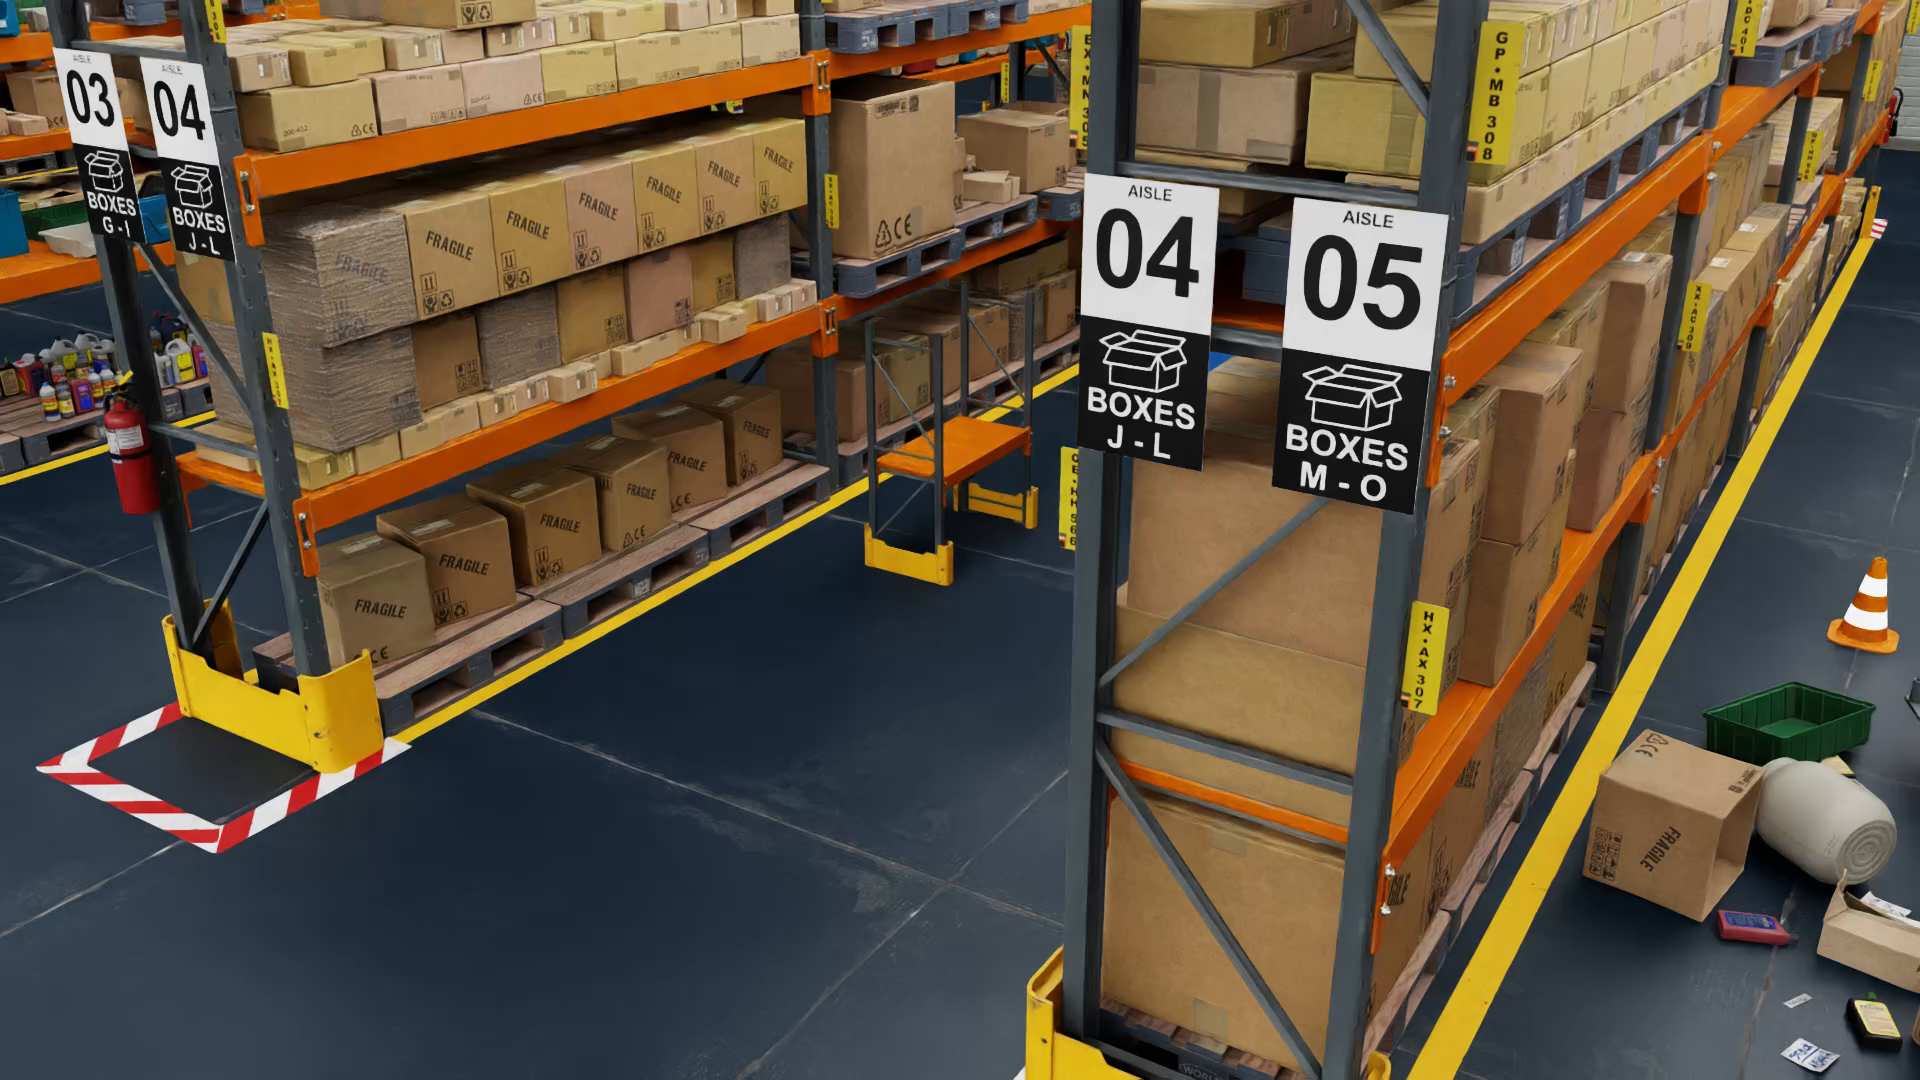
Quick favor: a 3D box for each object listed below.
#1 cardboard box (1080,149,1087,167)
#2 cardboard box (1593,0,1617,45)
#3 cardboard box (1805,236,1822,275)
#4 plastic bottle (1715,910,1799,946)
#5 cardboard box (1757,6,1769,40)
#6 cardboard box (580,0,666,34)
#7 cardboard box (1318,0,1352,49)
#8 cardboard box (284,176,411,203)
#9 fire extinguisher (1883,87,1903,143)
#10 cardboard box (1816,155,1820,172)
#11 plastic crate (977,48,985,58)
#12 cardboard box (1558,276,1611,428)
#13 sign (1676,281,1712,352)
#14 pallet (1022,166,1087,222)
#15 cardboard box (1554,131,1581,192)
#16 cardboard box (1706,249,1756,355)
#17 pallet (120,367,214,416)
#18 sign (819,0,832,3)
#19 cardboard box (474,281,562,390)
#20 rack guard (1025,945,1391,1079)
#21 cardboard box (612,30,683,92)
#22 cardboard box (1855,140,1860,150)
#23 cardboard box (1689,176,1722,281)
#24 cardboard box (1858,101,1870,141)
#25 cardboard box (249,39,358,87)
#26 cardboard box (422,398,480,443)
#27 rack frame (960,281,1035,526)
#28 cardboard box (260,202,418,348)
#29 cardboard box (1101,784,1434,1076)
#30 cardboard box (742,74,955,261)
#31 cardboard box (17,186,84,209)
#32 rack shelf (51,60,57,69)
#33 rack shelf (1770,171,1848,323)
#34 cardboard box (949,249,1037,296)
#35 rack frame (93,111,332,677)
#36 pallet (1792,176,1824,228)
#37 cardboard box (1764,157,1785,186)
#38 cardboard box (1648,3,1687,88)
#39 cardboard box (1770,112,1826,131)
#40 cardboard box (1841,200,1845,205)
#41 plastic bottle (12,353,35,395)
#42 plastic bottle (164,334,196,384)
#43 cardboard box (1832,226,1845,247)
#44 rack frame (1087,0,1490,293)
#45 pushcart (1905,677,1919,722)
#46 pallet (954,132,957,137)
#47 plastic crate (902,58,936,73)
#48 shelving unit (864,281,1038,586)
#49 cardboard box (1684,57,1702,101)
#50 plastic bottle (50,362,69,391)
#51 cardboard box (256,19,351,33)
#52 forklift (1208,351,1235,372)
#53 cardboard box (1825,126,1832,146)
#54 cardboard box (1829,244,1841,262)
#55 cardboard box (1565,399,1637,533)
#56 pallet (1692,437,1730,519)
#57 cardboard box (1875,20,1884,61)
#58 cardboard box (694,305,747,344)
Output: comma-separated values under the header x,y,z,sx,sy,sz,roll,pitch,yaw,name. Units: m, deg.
x,y,z,sx,sy,sz,roll,pitch,yaw,name
1.346,-3.287,13.942,0.500,0.500,0.500,15,27,30,cardboard box
1.782,-1.615,5.088,0.380,0.149,0.250,13,27,28,cardboard box
6.668,-2.325,13.520,0.500,0.250,0.500,15,28,31,cardboard box
3.168,1.544,6.607,0.283,0.061,0.133,5,24,11,plastic bottle
3.869,-2.629,8.433,0.380,0.149,0.250,14,27,29,cardboard box
-1.777,-2.761,8.763,0.380,0.149,0.250,15,28,31,cardboard box
0.957,-1.582,5.010,0.380,0.149,0.250,14,27,30,cardboard box
-3.023,-1.483,8.141,0.500,0.500,0.500,14,27,29,cardboard box
9.764,-4.543,17.534,0.296,0.674,0.183,14,27,29,fire extinguisher
6.544,-2.962,13.103,0.380,0.149,0.250,13,26,27,cardboard box
0.162,-6.168,20.978,0.298,0.136,0.250,14,27,29,plastic crate
2.092,-0.794,6.761,0.875,0.550,0.550,14,27,29,cardboard box
3.381,-1.029,7.661,0.100,0.325,0.005,14,27,29,sign
0.573,-2.783,13.145,1.213,0.211,1.003,14,27,29,pallet
1.652,-1.165,5.052,0.380,0.149,0.250,14,27,29,cardboard box
4.215,-1.388,9.554,0.500,0.500,0.500,14,27,30,cardboard box
-5.849,-1.325,13.044,1.003,0.211,1.213,14,27,29,pallet
-0.787,-3.287,9.641,0.100,0.325,0.005,14,27,29,sign
-2.586,-1.150,8.631,0.875,0.500,0.500,14,27,29,cardboard box
0.786,1.795,5.475,1.175,0.500,0.348,14,27,29,rack guard
-1.819,-2.536,8.746,0.500,0.250,0.500,14,27,29,cardboard box
8.062,-3.688,15.310,0.380,0.149,0.250,14,27,30,cardboard box
3.702,-1.729,9.083,0.700,0.500,0.500,14,27,29,cardboard box
7.859,-3.876,14.928,0.500,0.500,0.500,14,27,29,cardboard box
-2.801,-2.037,7.090,0.380,0.149,0.250,15,27,30,cardboard box
-2.602,-0.615,8.212,0.380,0.149,0.250,14,27,29,cardboard box
0.223,-0.831,10.282,0.500,1.500,0.032,14,27,29,rack frame
-2.840,-1.204,7.497,0.500,0.500,0.500,14,27,29,cardboard box
1.101,1.179,5.897,0.875,0.875,0.875,14,27,29,cardboard box
-0.714,-2.491,10.945,1.000,1.000,1.000,14,27,29,cardboard box
-8.967,-3.305,16.335,0.500,0.311,0.500,14,27,28,cardboard box
-10.711,-6.593,22.610,1.077,0.370,4.000,14,27,29,rack shelf
6.074,-2.406,12.937,1.077,0.370,4.000,14,27,29,rack shelf
0.259,-2.120,13.019,0.500,0.250,0.500,17,29,35,cardboard box
-3.362,-0.434,7.477,1.000,3.000,0.127,14,27,29,rack frame
6.028,-2.649,12.836,1.003,0.211,1.213,14,27,29,pallet
5.430,-2.528,11.353,0.380,0.149,0.250,14,27,29,cardboard box
2.335,-1.835,6.097,0.500,0.250,0.500,14,27,29,cardboard box
6.533,-3.236,12.989,0.380,0.149,0.250,13,27,27,cardboard box
8.447,-3.258,16.310,0.380,0.149,0.250,13,27,27,cardboard box
-6.817,-1.215,12.156,0.152,0.276,0.135,14,27,29,plastic bottle
-5.826,-1.357,12.389,0.144,0.351,0.185,14,27,29,plastic bottle
8.244,-2.931,15.931,0.380,0.149,0.250,14,27,29,cardboard box
0.799,-2.114,3.806,1.000,3.000,0.127,14,27,29,rack frame
5.204,1.035,7.384,1.648,0.377,0.936,5,24,11,pushcart
0.403,-5.322,22.279,1.003,0.211,1.213,14,27,29,pallet
-0.555,-5.828,19.781,0.402,0.464,0.583,14,27,29,plastic crate
-0.040,-0.663,9.893,0.587,1.500,1.083,14,27,29,shelving unit
2.721,-1.848,6.629,0.380,0.149,0.250,14,27,30,cardboard box
-6.628,-1.208,12.233,0.097,0.201,0.097,0,23,0,plastic bottle
-3.080,-2.352,7.819,0.380,0.149,0.250,14,27,29,cardboard box
3.152,-2.061,11.321,3.031,2.935,1.130,-13,27,-27,forklift
6.815,-3.277,13.457,0.380,0.149,0.250,15,28,31,cardboard box
8.244,-2.797,15.996,0.380,0.149,0.250,13,27,28,cardboard box
2.454,-0.462,7.353,0.875,0.550,0.550,14,27,29,cardboard box
4.539,-0.531,11.210,1.003,0.211,1.213,14,27,29,pallet
7.834,-4.331,14.721,0.500,0.500,0.500,13,27,27,cardboard box
-1.475,-1.273,9.731,0.380,0.149,0.250,14,27,29,cardboard box
